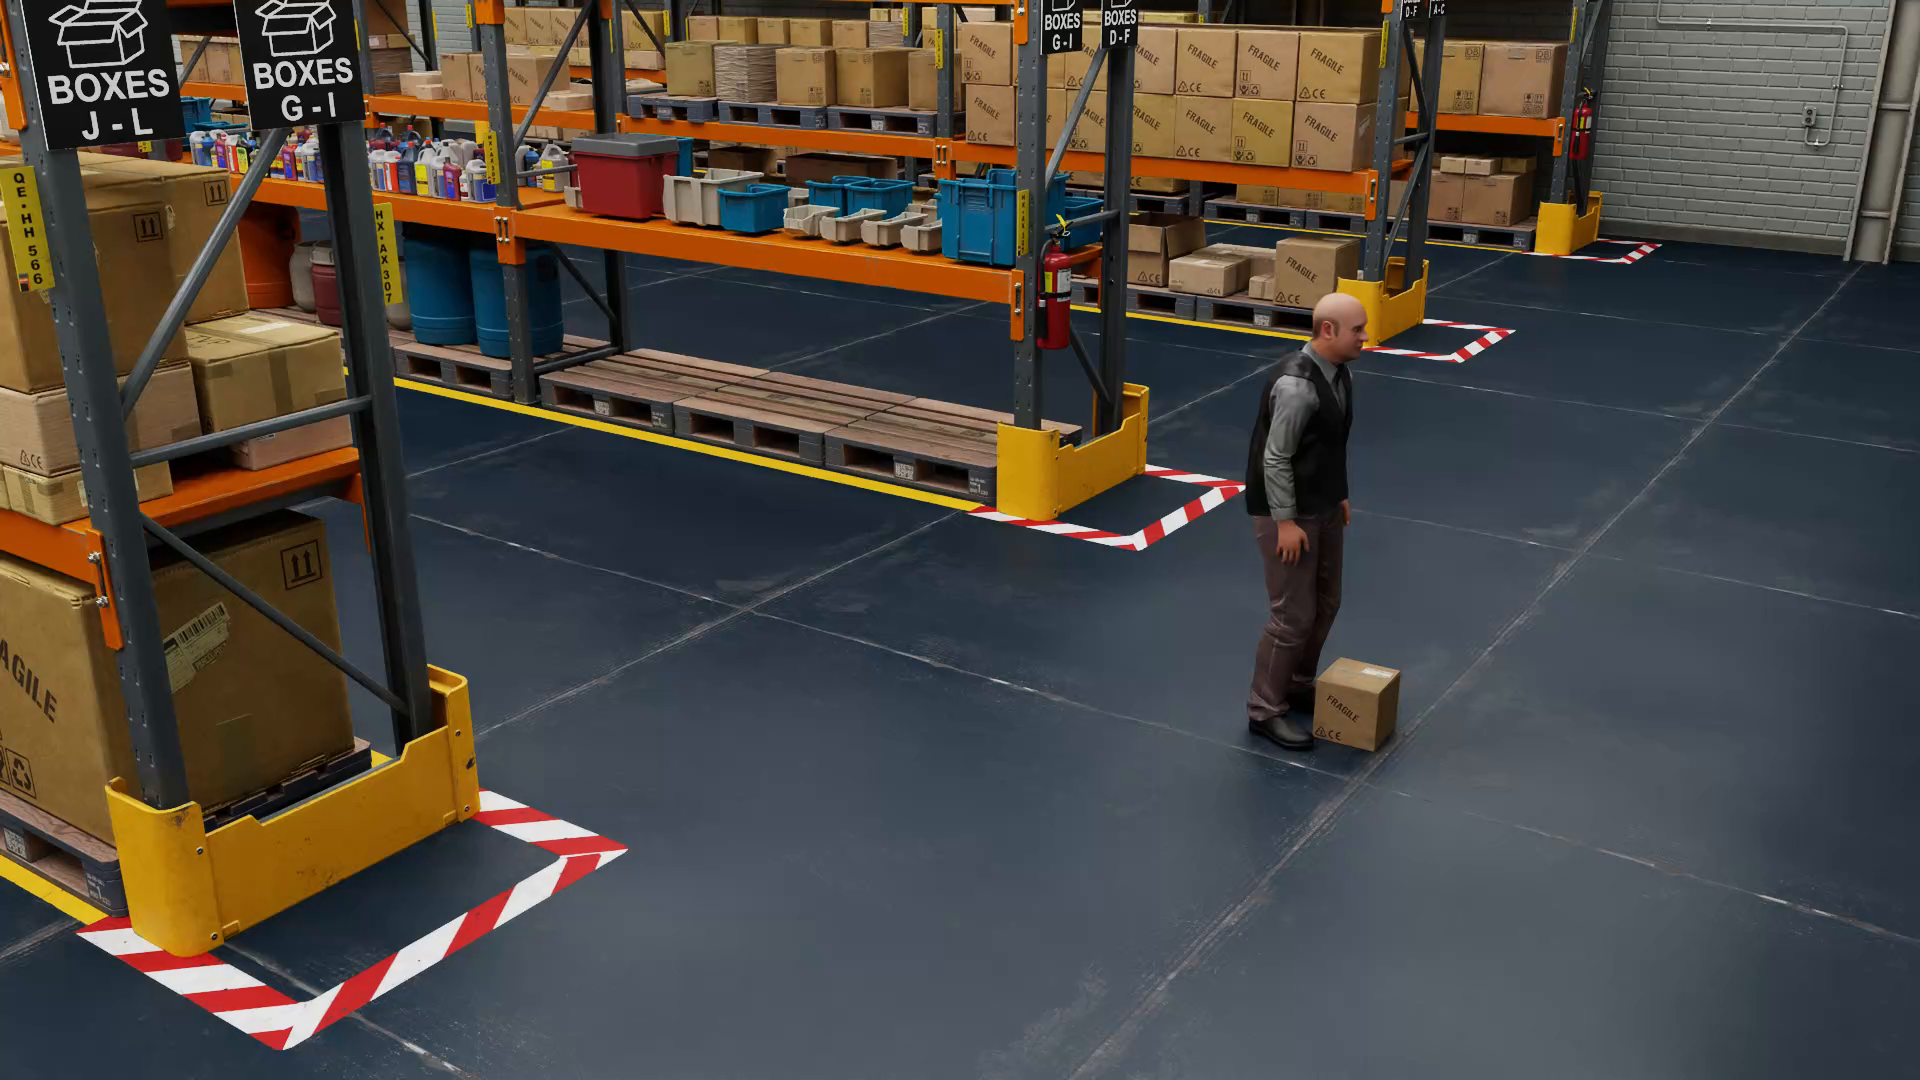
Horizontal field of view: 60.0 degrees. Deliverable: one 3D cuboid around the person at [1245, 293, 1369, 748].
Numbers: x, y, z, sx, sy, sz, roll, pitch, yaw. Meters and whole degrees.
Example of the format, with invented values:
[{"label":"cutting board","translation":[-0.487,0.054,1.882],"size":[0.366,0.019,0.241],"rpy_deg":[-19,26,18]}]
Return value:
[{"label":"person","translation":[1.313,-0.102,6.393],"size":[0.414,1.719,0.580],"rpy_deg":[13,23,32]}]
